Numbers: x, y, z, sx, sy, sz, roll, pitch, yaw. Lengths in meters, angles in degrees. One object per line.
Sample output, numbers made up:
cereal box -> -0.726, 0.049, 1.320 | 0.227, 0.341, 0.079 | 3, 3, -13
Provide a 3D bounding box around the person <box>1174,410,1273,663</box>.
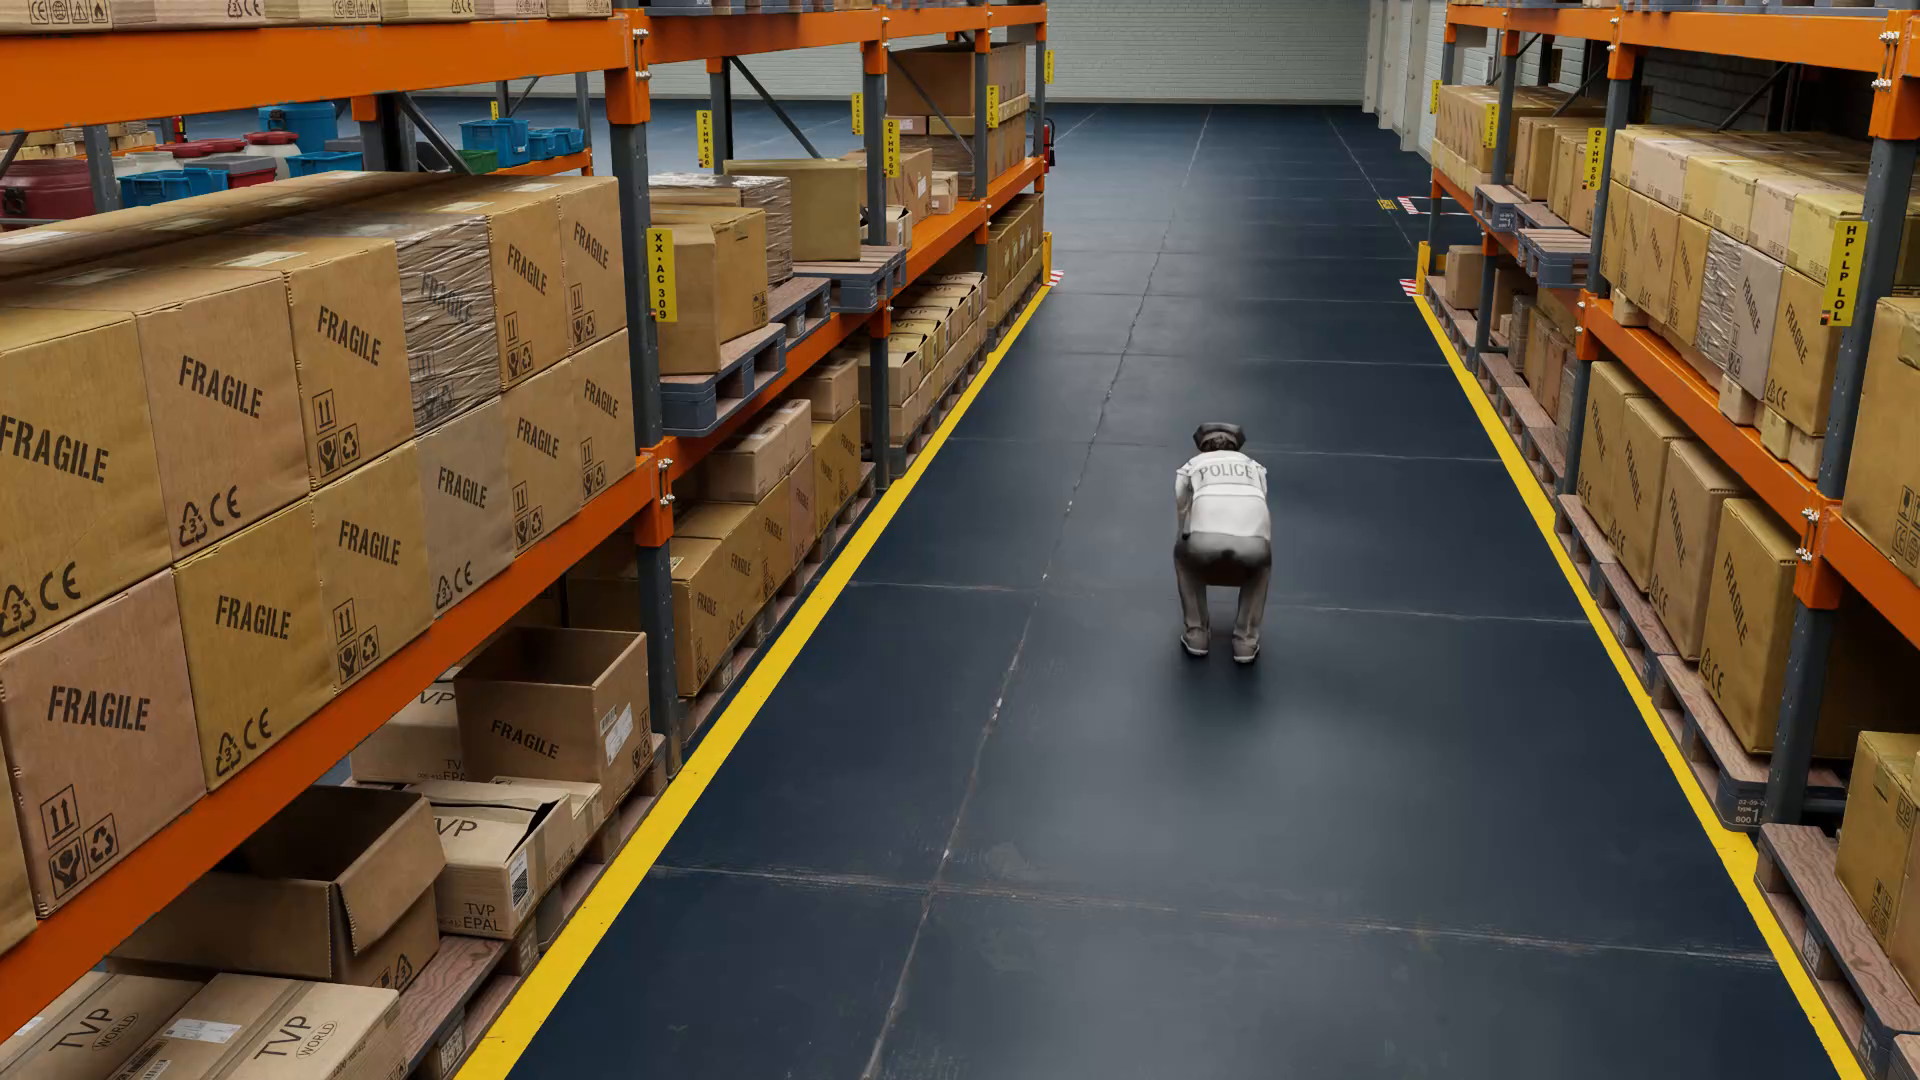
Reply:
person -> 1.212, -0.024, 7.653 | 0.448, 1.033, 0.920 | 2, 18, 6
